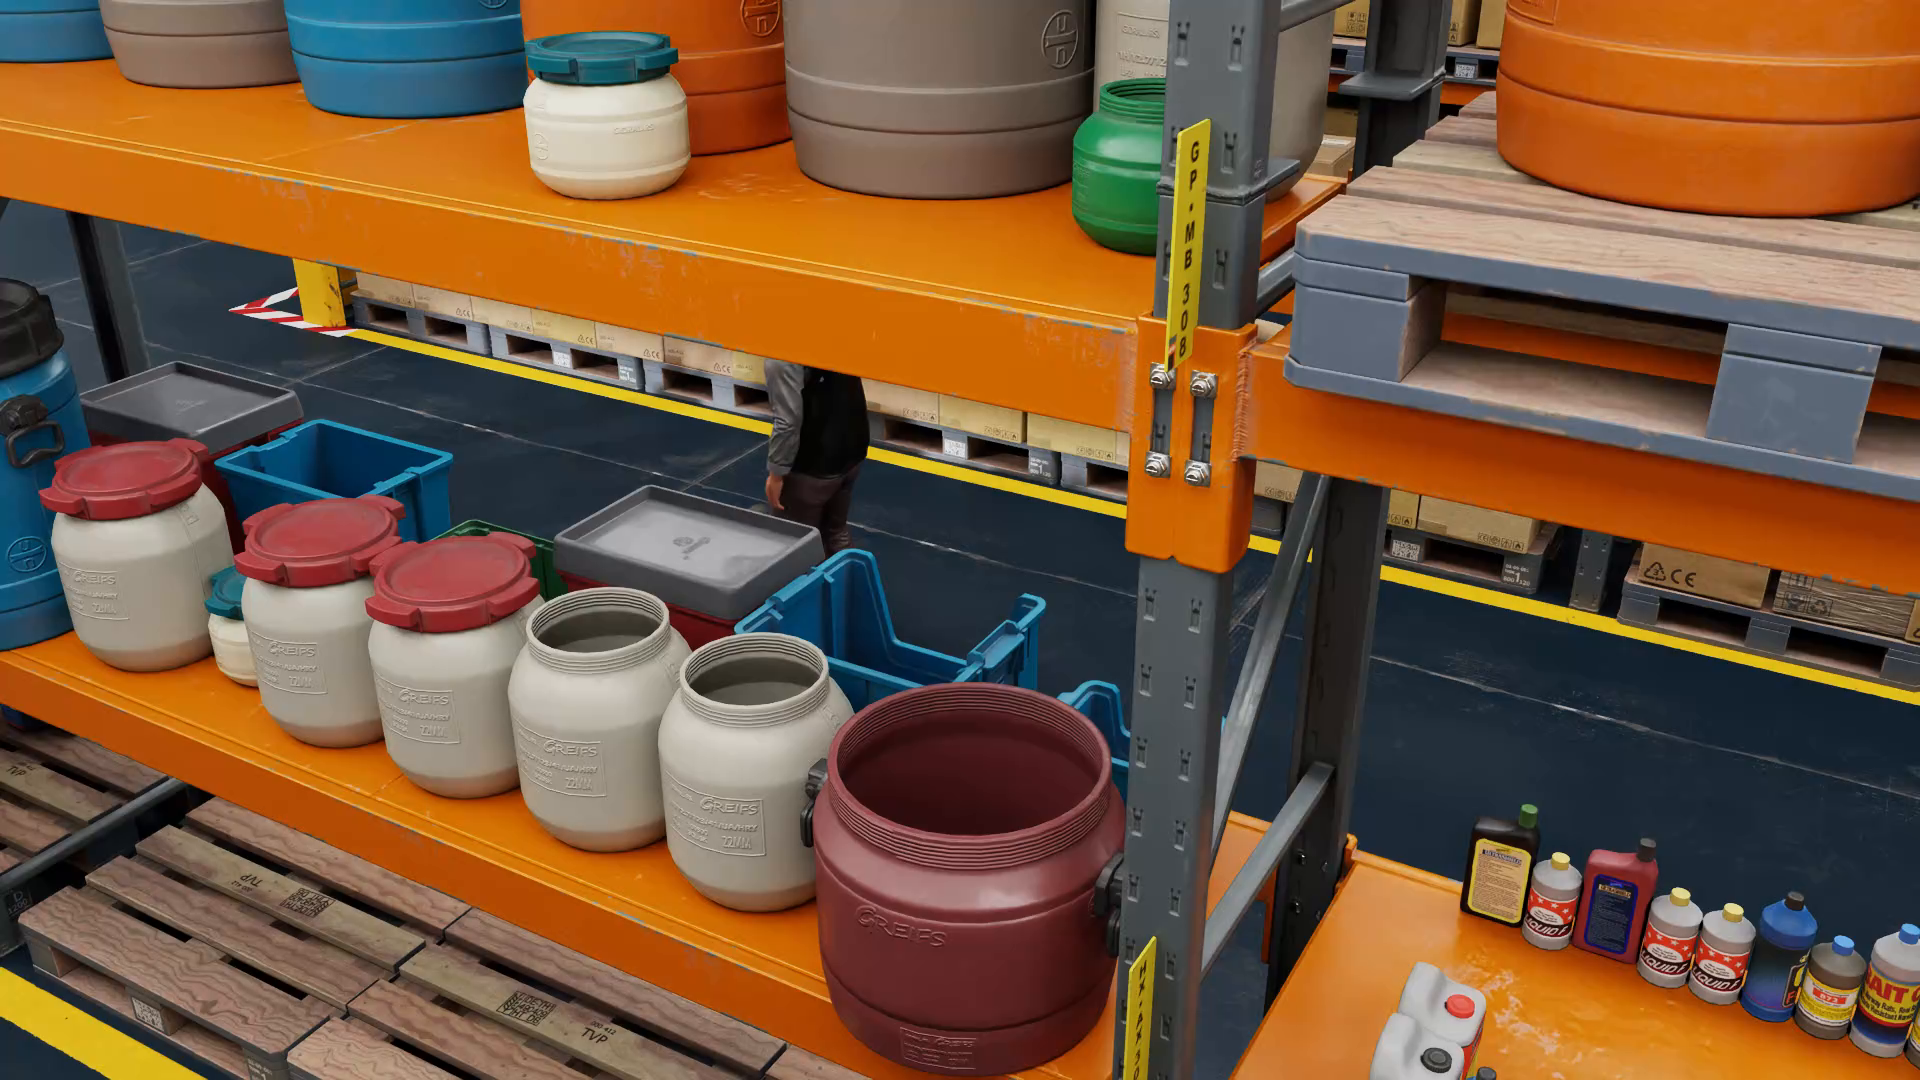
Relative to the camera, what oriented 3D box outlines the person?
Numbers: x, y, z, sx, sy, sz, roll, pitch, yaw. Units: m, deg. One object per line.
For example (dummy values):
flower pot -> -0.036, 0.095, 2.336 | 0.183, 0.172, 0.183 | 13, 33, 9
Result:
person -> -0.617, -0.333, 6.815 | 0.473, 1.720, 0.593 | 12, 29, 23
